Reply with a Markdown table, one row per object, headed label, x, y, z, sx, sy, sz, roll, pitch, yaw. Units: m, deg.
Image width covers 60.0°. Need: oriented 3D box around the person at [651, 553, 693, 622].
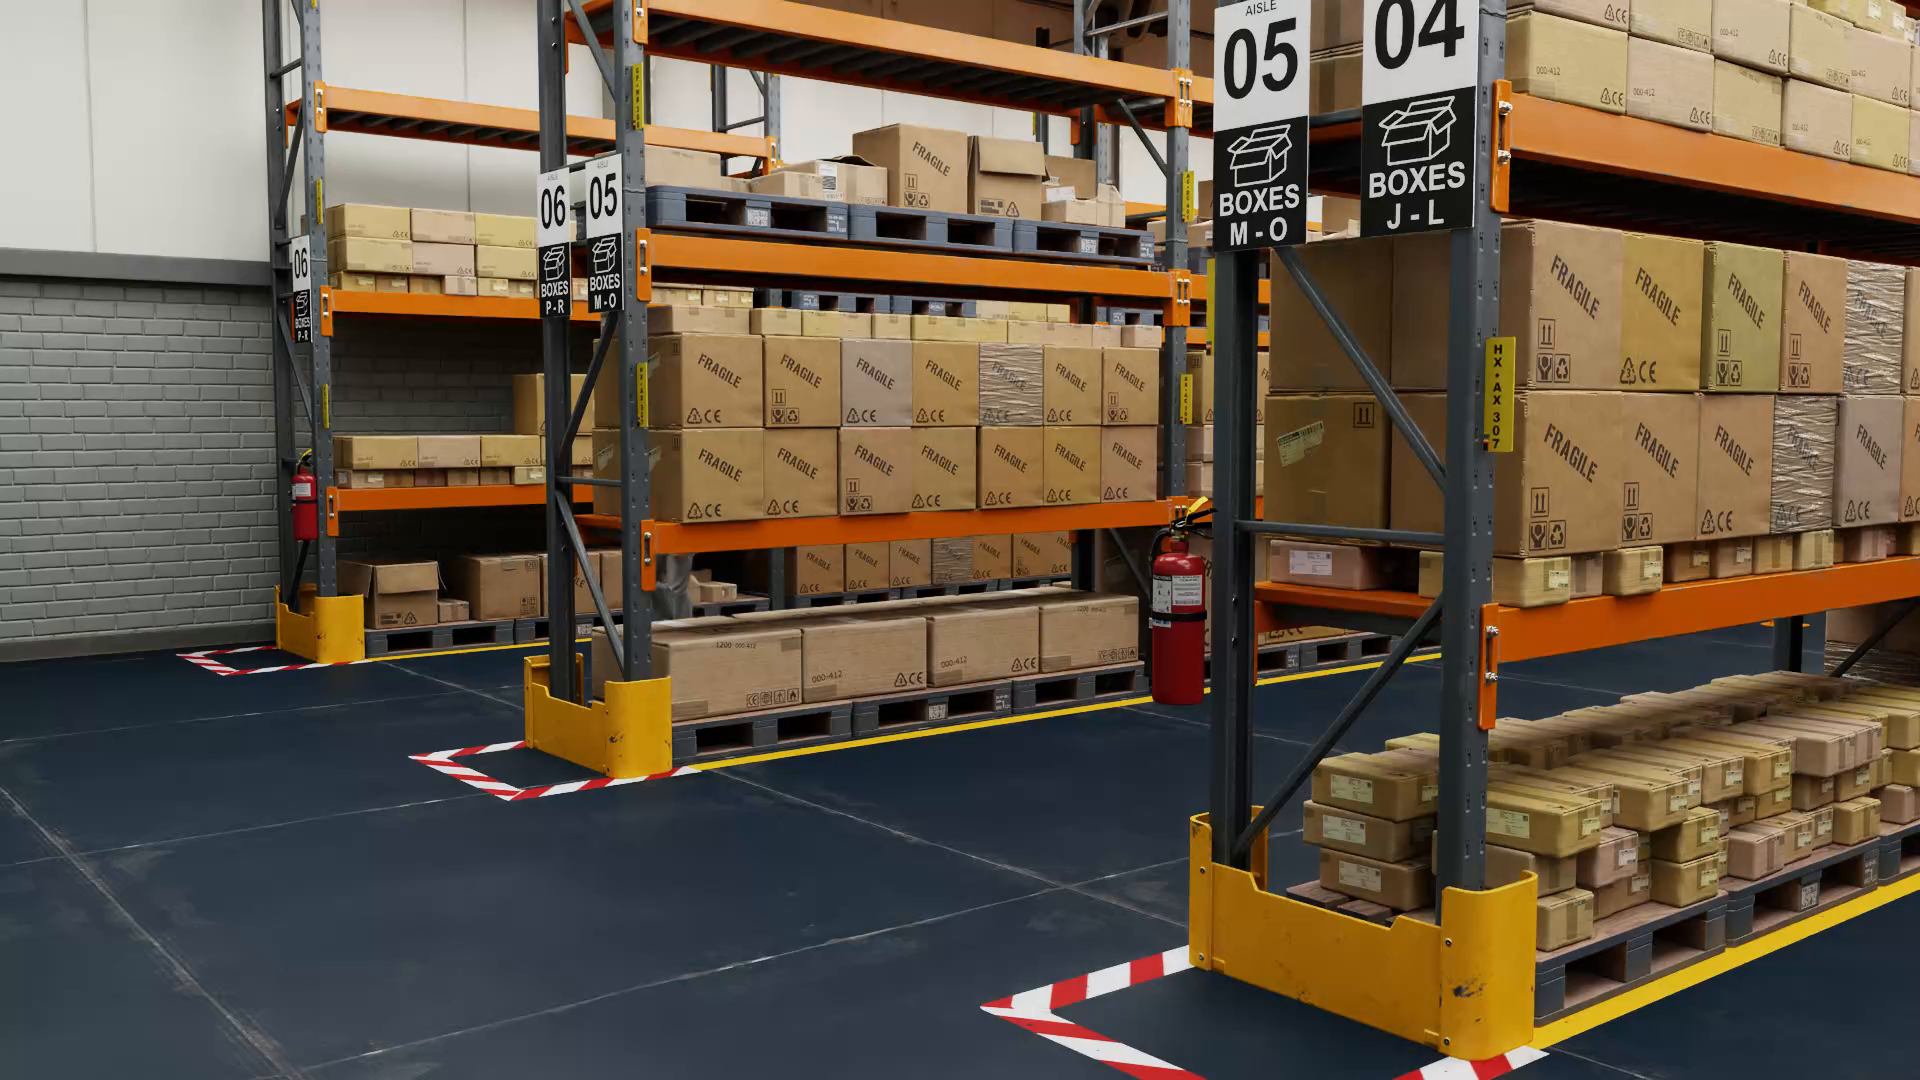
| label | x | y | z | sx | sy | sz | roll | pitch | yaw |
| --- | --- | --- | --- | --- | --- | --- | --- | --- | --- |
| person | -2.308 | 0.044 | 12.972 | 0.479 | 1.683 | 0.470 | -4 | 6 | -40 |
